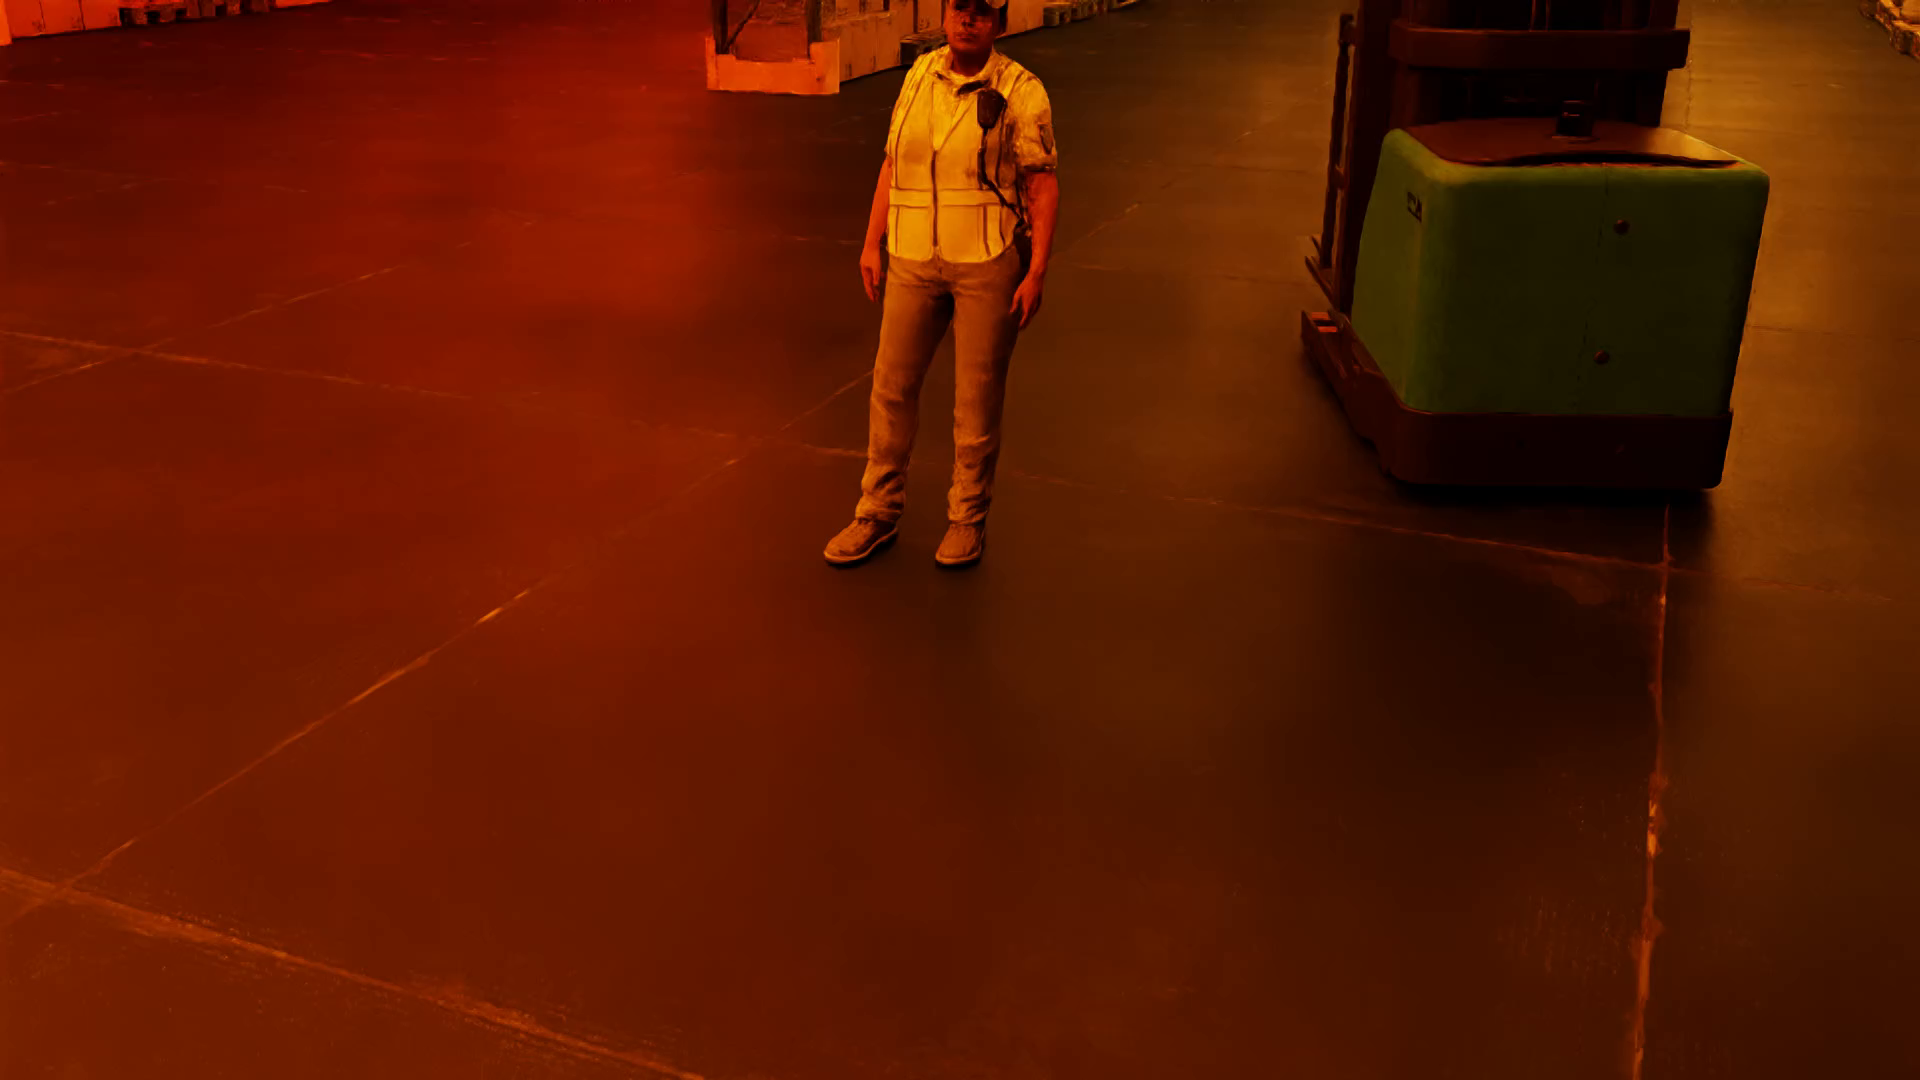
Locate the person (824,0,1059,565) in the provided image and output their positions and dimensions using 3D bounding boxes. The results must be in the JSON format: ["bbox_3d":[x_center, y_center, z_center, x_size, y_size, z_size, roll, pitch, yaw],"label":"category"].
[{"bbox_3d":[-0.050,-0.752,4.711,0.598,1.669,0.529,9,24,21],"label":"person"}]

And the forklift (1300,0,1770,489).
[{"bbox_3d":[1.990,-2.038,6.167,1.130,2.935,3.031,1,23,2],"label":"forklift"}]
